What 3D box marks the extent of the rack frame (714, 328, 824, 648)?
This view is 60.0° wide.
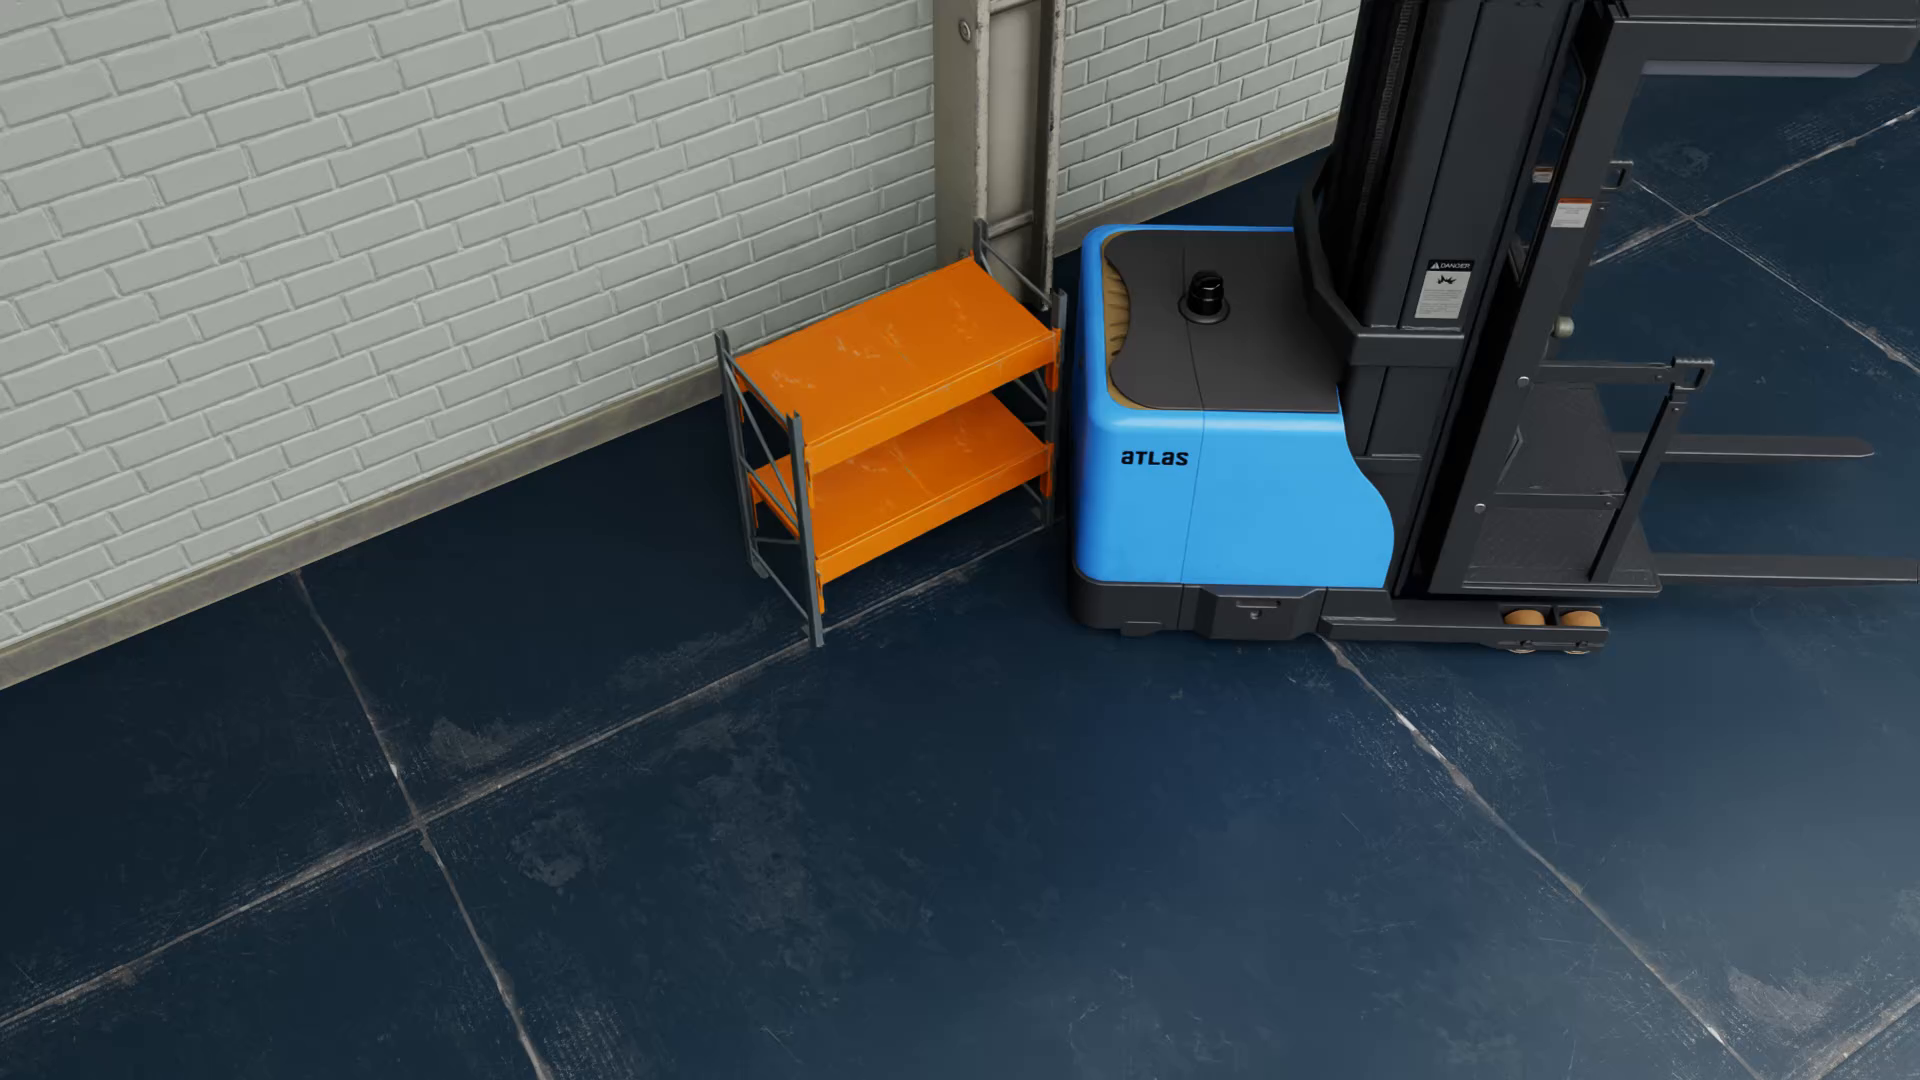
[{"bbox_3d":[-0.638,-0.149,5.630,0.032,1.125,0.500,-27,54,-22],"label":"rack frame"}]

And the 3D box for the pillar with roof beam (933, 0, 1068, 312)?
[{"bbox_3d":[2.443,-1.290,1.373,0.400,9.000,9.100,-25,53,-21],"label":"pillar with roof beam"}]

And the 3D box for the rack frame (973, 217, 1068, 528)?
[{"bbox_3d":[0.200,-0.579,6.013,0.032,1.125,0.500,-27,54,-22],"label":"rack frame"}]

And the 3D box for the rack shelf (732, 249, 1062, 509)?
[{"bbox_3d":[-0.219,-0.559,5.603,1.000,0.278,0.538,-27,54,-22],"label":"rack shelf"}]

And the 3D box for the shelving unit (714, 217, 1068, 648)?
[{"bbox_3d":[-0.219,-0.364,5.821,1.048,1.125,0.538,-27,54,-22],"label":"shelving unit"}]

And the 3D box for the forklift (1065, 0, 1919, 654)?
[{"bbox_3d":[1.914,-0.977,5.157,3.031,2.935,1.130,1,48,1],"label":"forklift"}]

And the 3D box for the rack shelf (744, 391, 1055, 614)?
[{"bbox_3d":[-0.219,-0.202,6.004,1.000,0.278,0.538,-27,54,-22],"label":"rack shelf"}]
